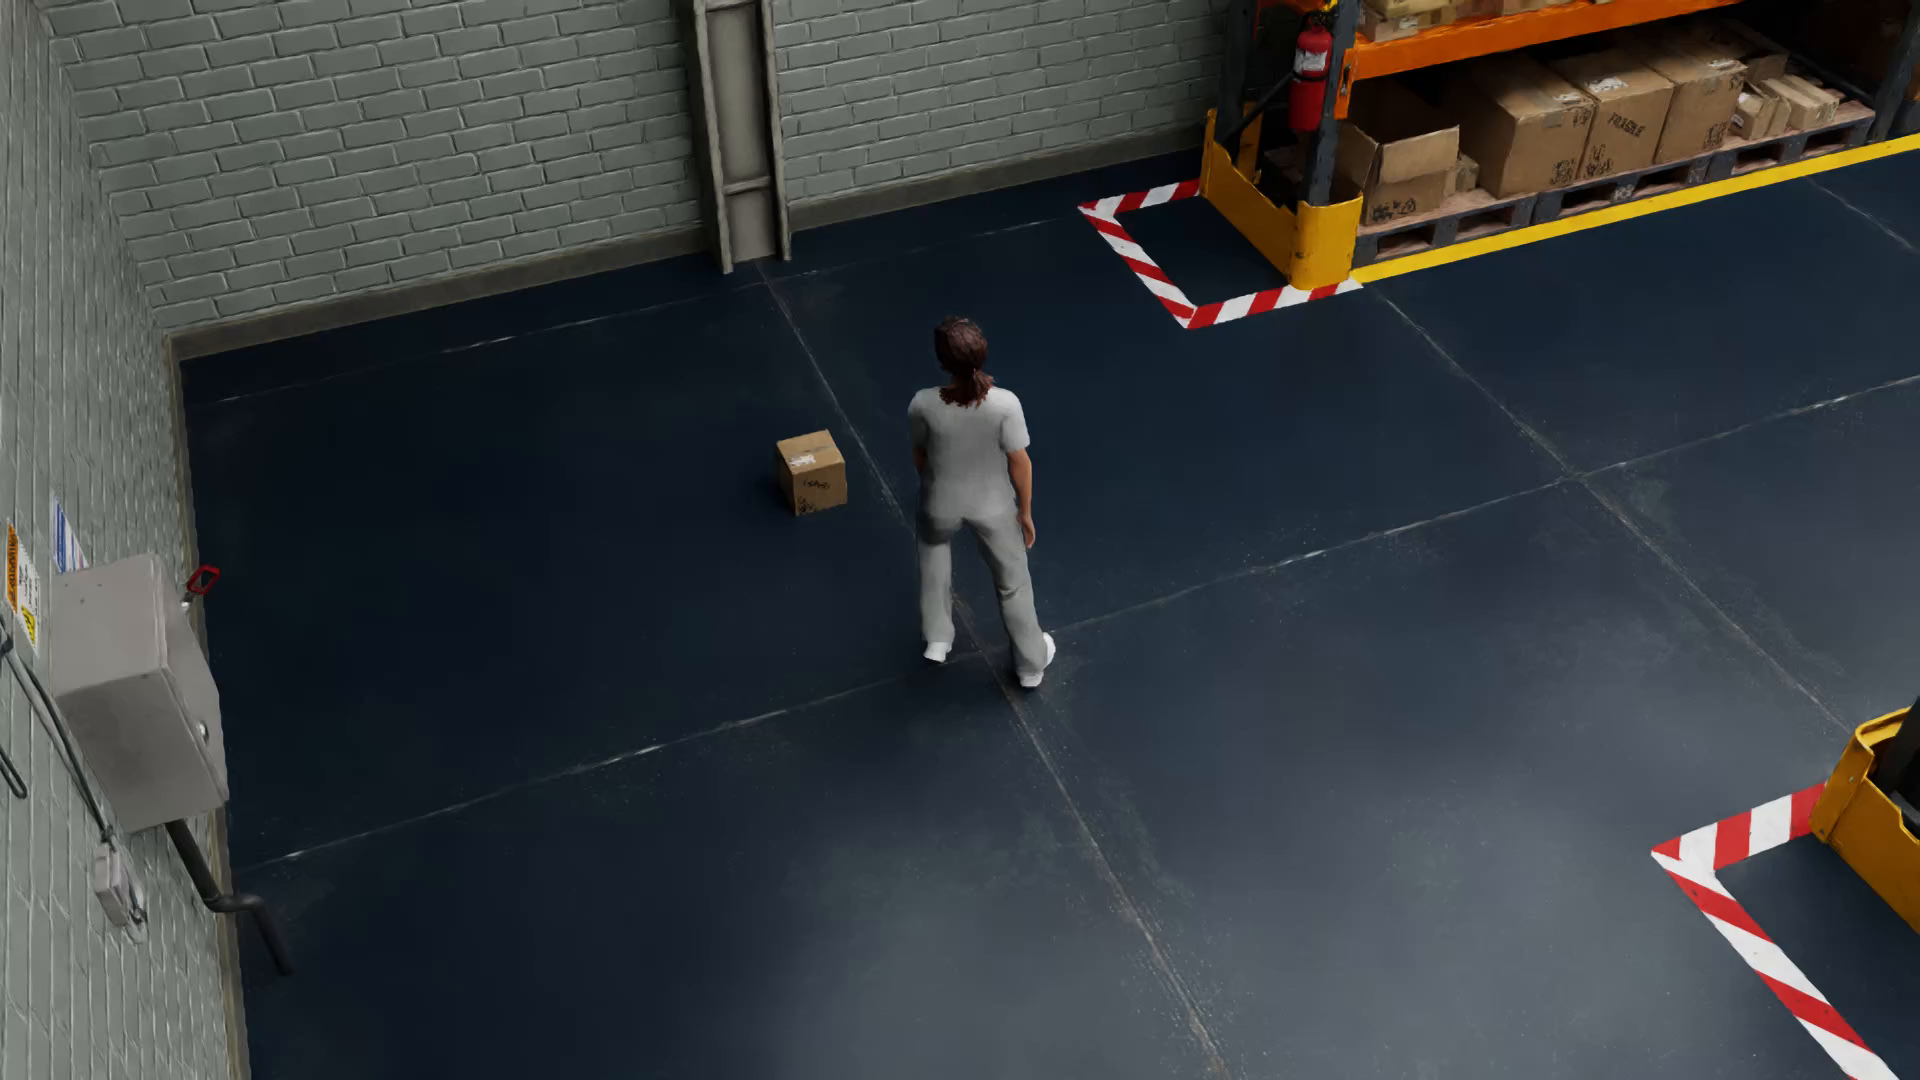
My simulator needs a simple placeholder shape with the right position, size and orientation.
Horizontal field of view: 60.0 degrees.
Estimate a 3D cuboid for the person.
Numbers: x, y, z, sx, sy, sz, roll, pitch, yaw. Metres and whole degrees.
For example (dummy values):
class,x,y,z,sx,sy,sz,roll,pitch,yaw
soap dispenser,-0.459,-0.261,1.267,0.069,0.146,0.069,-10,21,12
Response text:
class,x,y,z,sx,sy,sz,roll,pitch,yaw
person,0.101,-0.147,6.316,0.581,1.656,0.459,1,42,1
